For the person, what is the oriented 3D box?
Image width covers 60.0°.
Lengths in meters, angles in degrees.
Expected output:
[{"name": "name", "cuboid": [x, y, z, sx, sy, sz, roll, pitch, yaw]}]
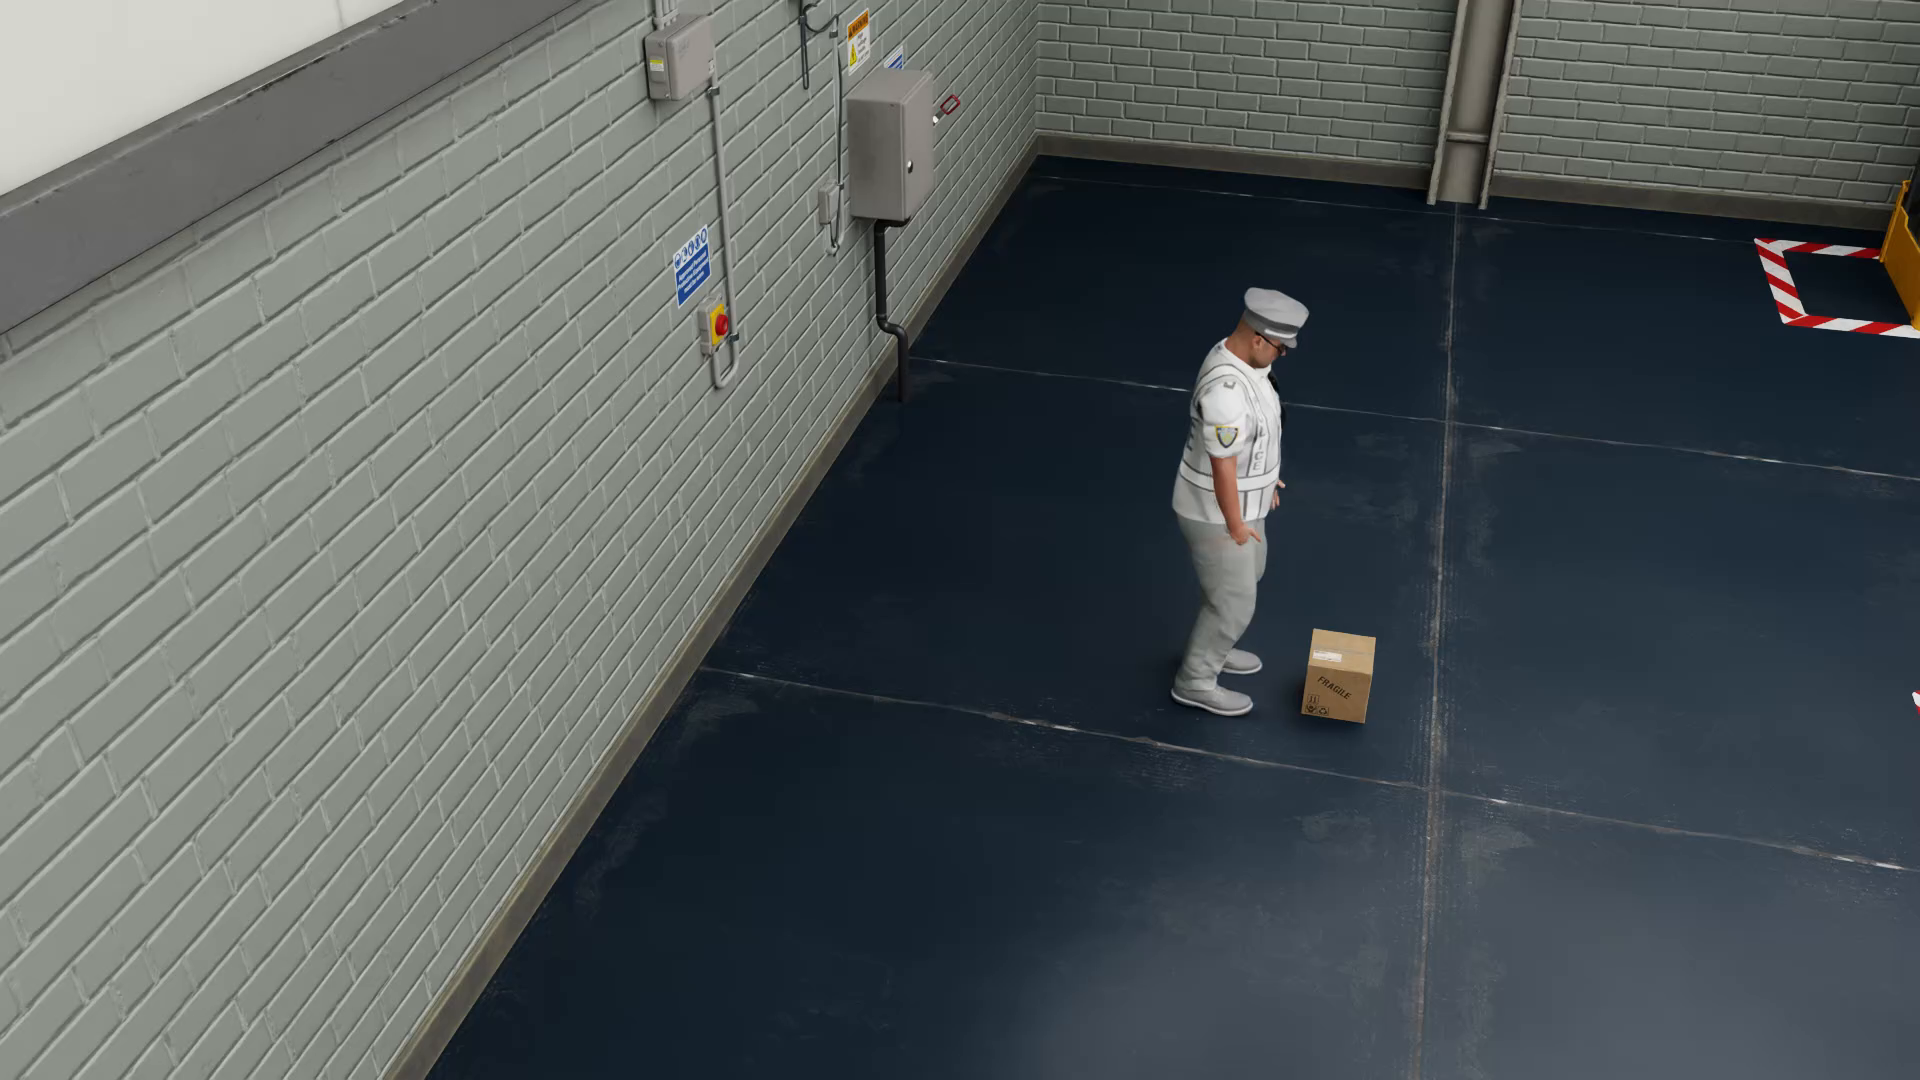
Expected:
[{"name": "person", "cuboid": [1.037, -0.151, 6.402, 0.424, 1.726, 0.544, 9, 34, 13]}]
